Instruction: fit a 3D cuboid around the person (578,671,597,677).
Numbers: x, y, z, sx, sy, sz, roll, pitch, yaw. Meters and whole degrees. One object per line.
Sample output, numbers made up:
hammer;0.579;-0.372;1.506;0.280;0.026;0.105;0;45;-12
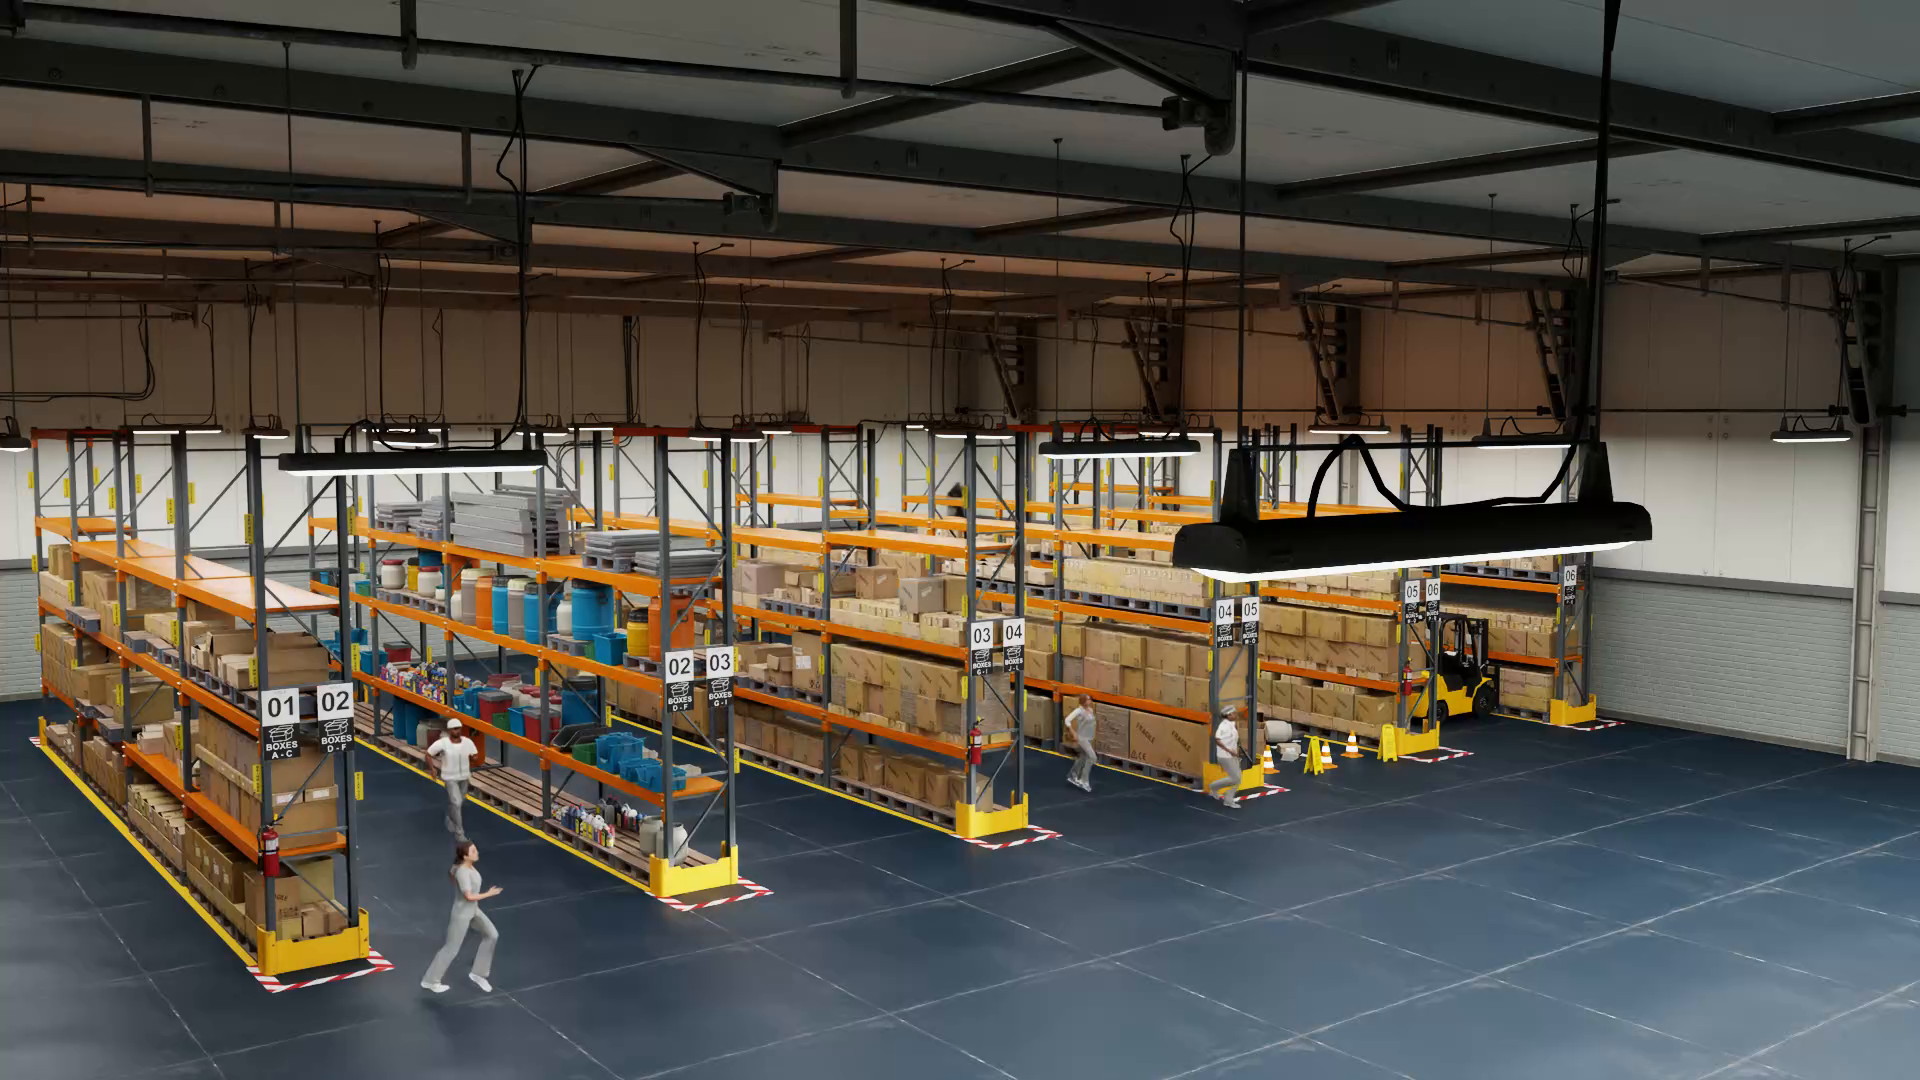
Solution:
person;-7.070;3.029;31.710;0.544;1.623;0.565;4;6;41

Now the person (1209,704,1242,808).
person;4.237;3.436;26.502;0.523;1.670;0.610;2;5;26

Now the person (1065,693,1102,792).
person;2.074;3.359;27.700;0.688;1.627;0.507;3;5;34

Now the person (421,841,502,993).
person;-5.387;4.084;18.010;0.871;1.696;0.575;0;4;-5

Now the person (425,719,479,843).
person;-7.397;3.515;24.397;0.893;1.801;0.684;4;6;43
